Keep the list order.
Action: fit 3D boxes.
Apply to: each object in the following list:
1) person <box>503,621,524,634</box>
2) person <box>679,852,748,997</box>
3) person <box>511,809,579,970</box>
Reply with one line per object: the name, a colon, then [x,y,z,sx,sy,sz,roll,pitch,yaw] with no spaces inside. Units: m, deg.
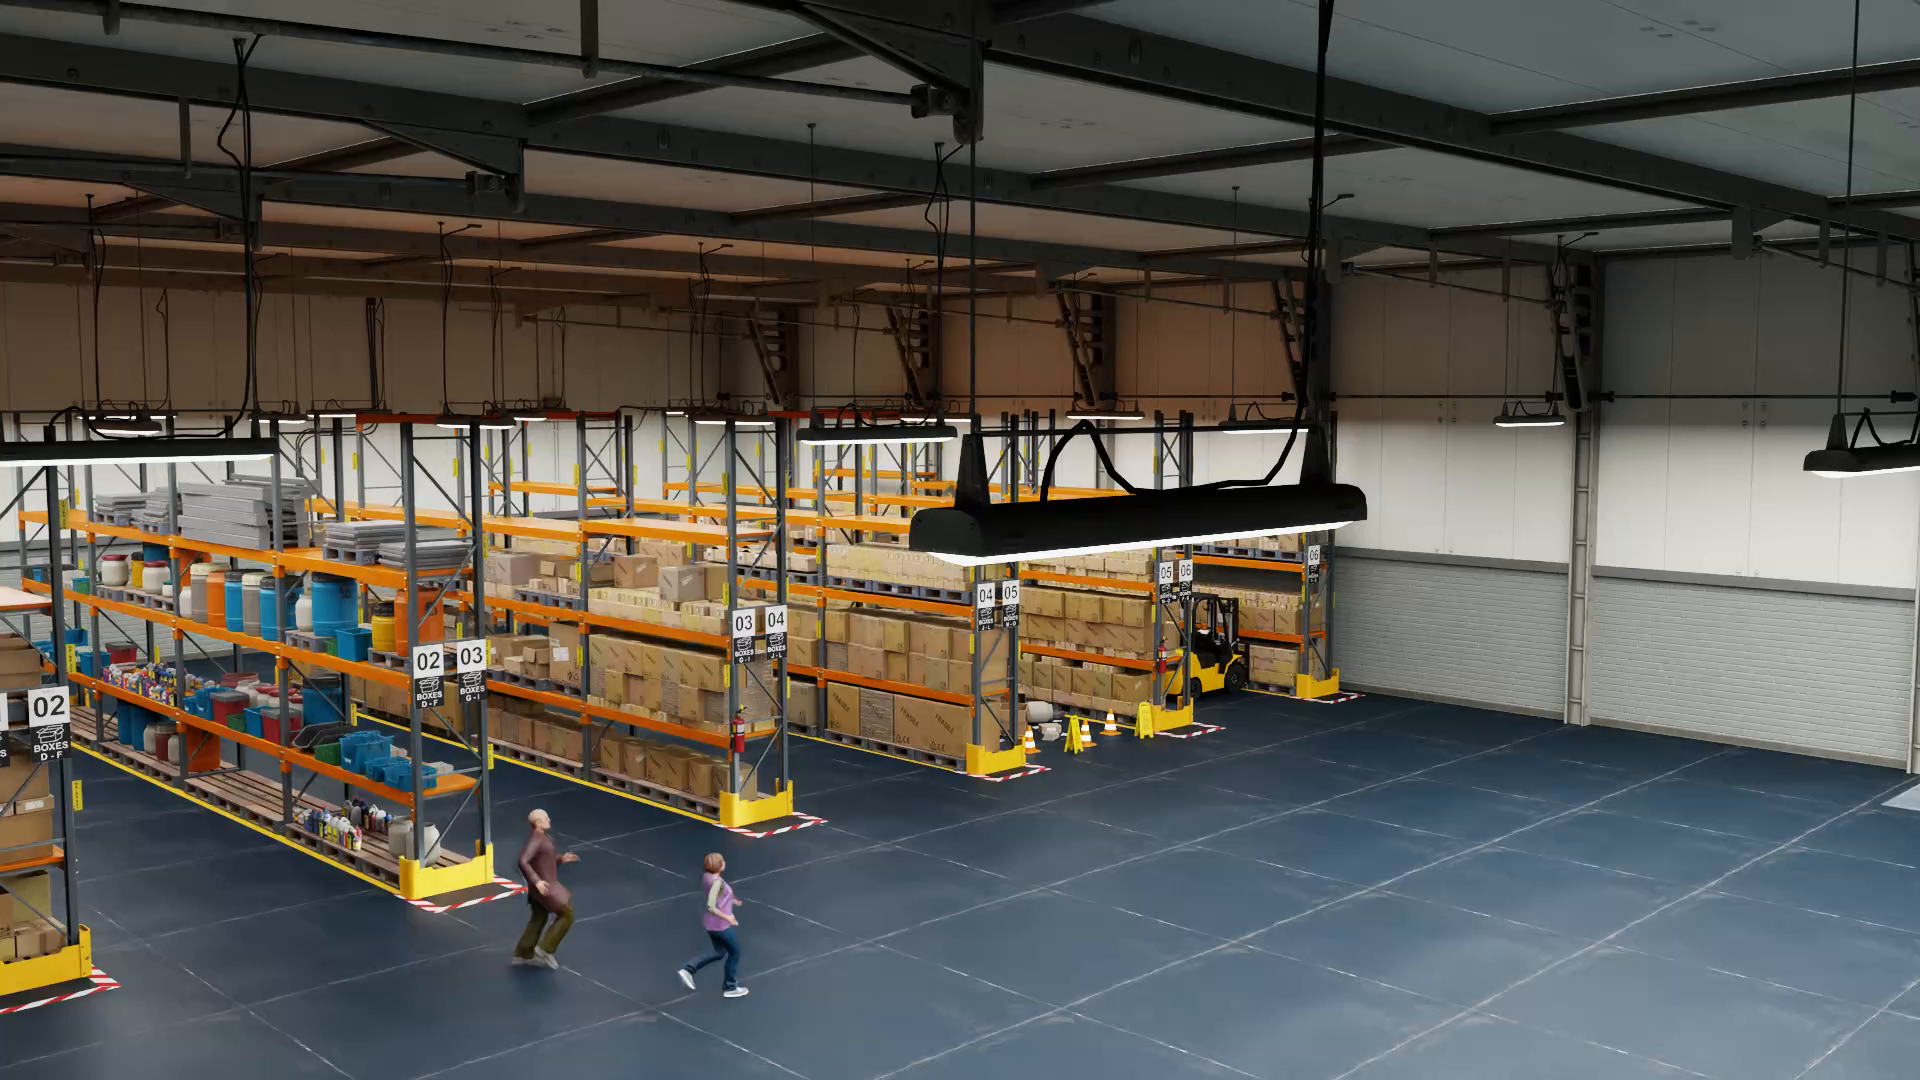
person: [-10.937,1.918,40.857,0.687,1.732,0.565,4,6,40]
person: [-2.572,4.039,17.399,0.730,1.560,0.546,-2,5,-24]
person: [-4.580,3.854,18.364,0.758,1.787,0.680,-2,5,-22]
